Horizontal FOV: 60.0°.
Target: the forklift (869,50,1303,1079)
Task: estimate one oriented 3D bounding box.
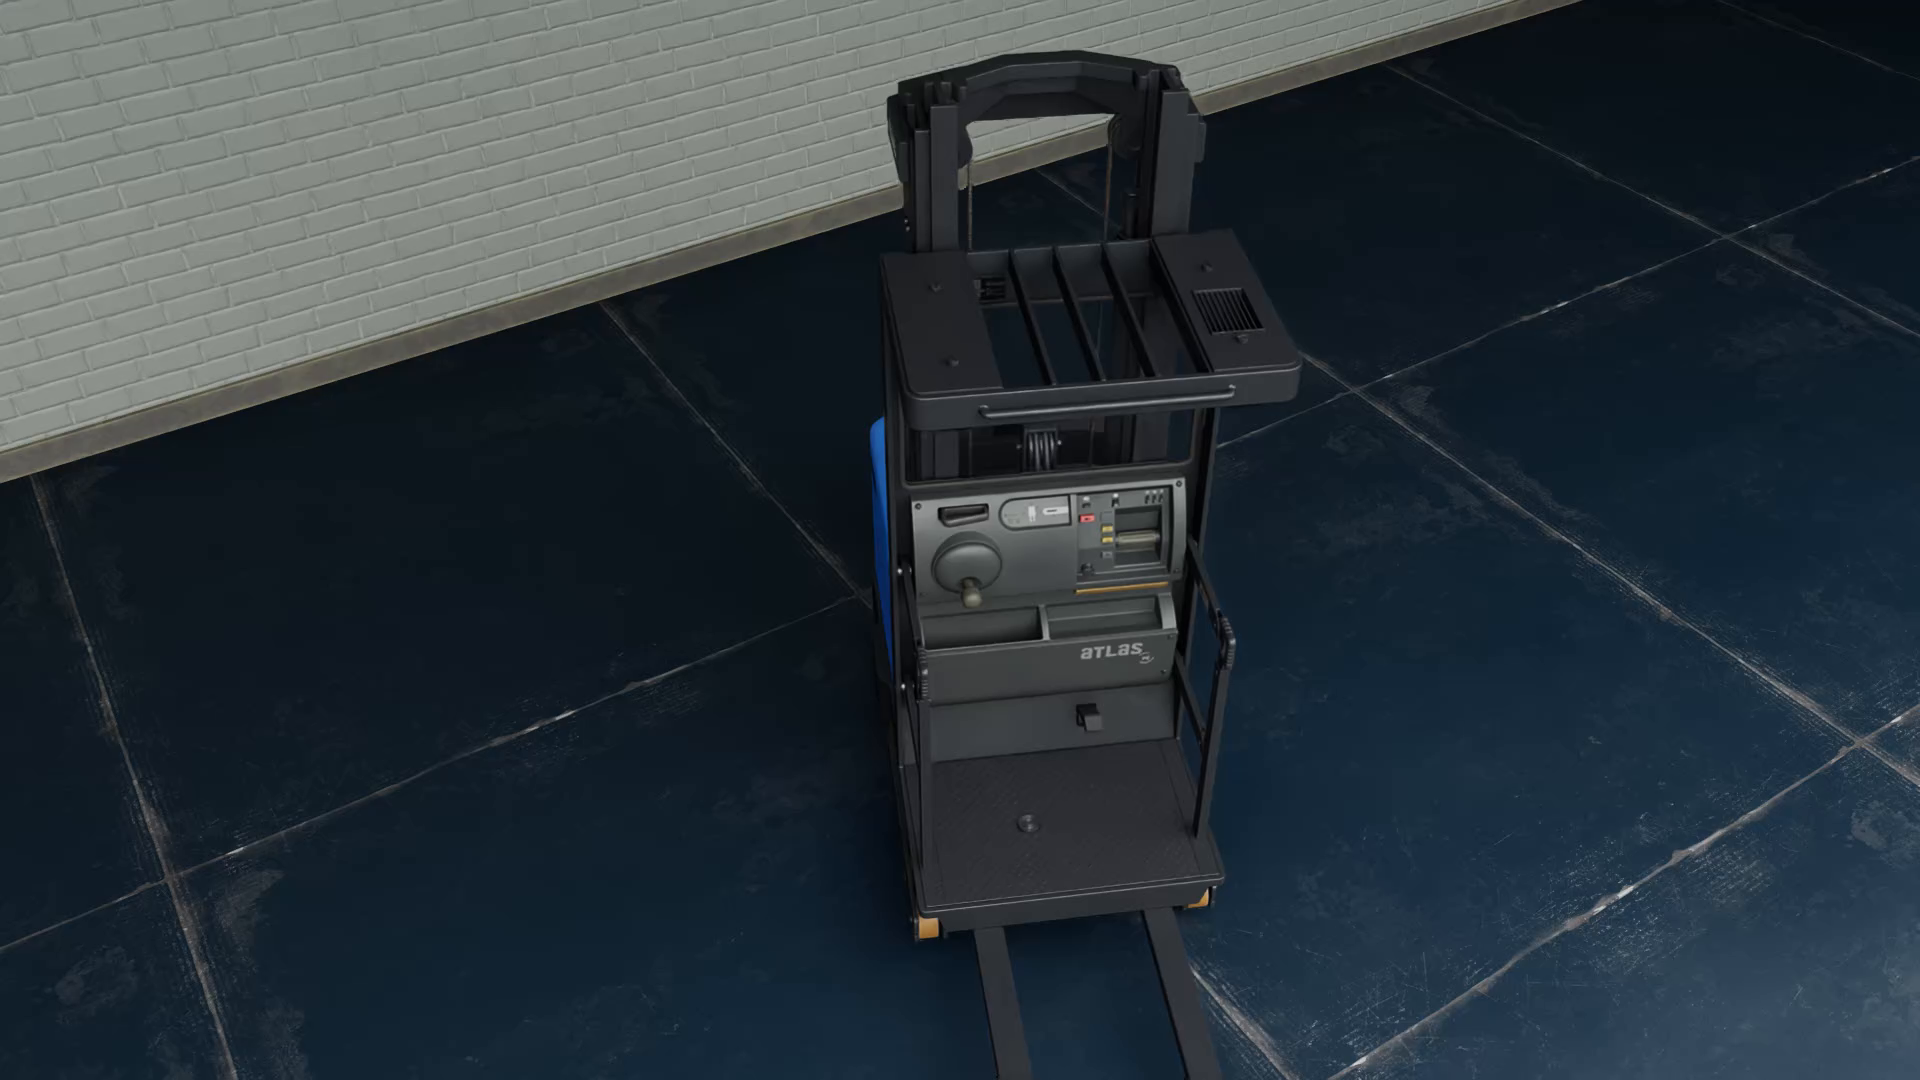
[{"bbox_3d":[0.334,0.081,5.424,1.130,2.935,3.031,-5,40,-6],"label":"forklift"}]
